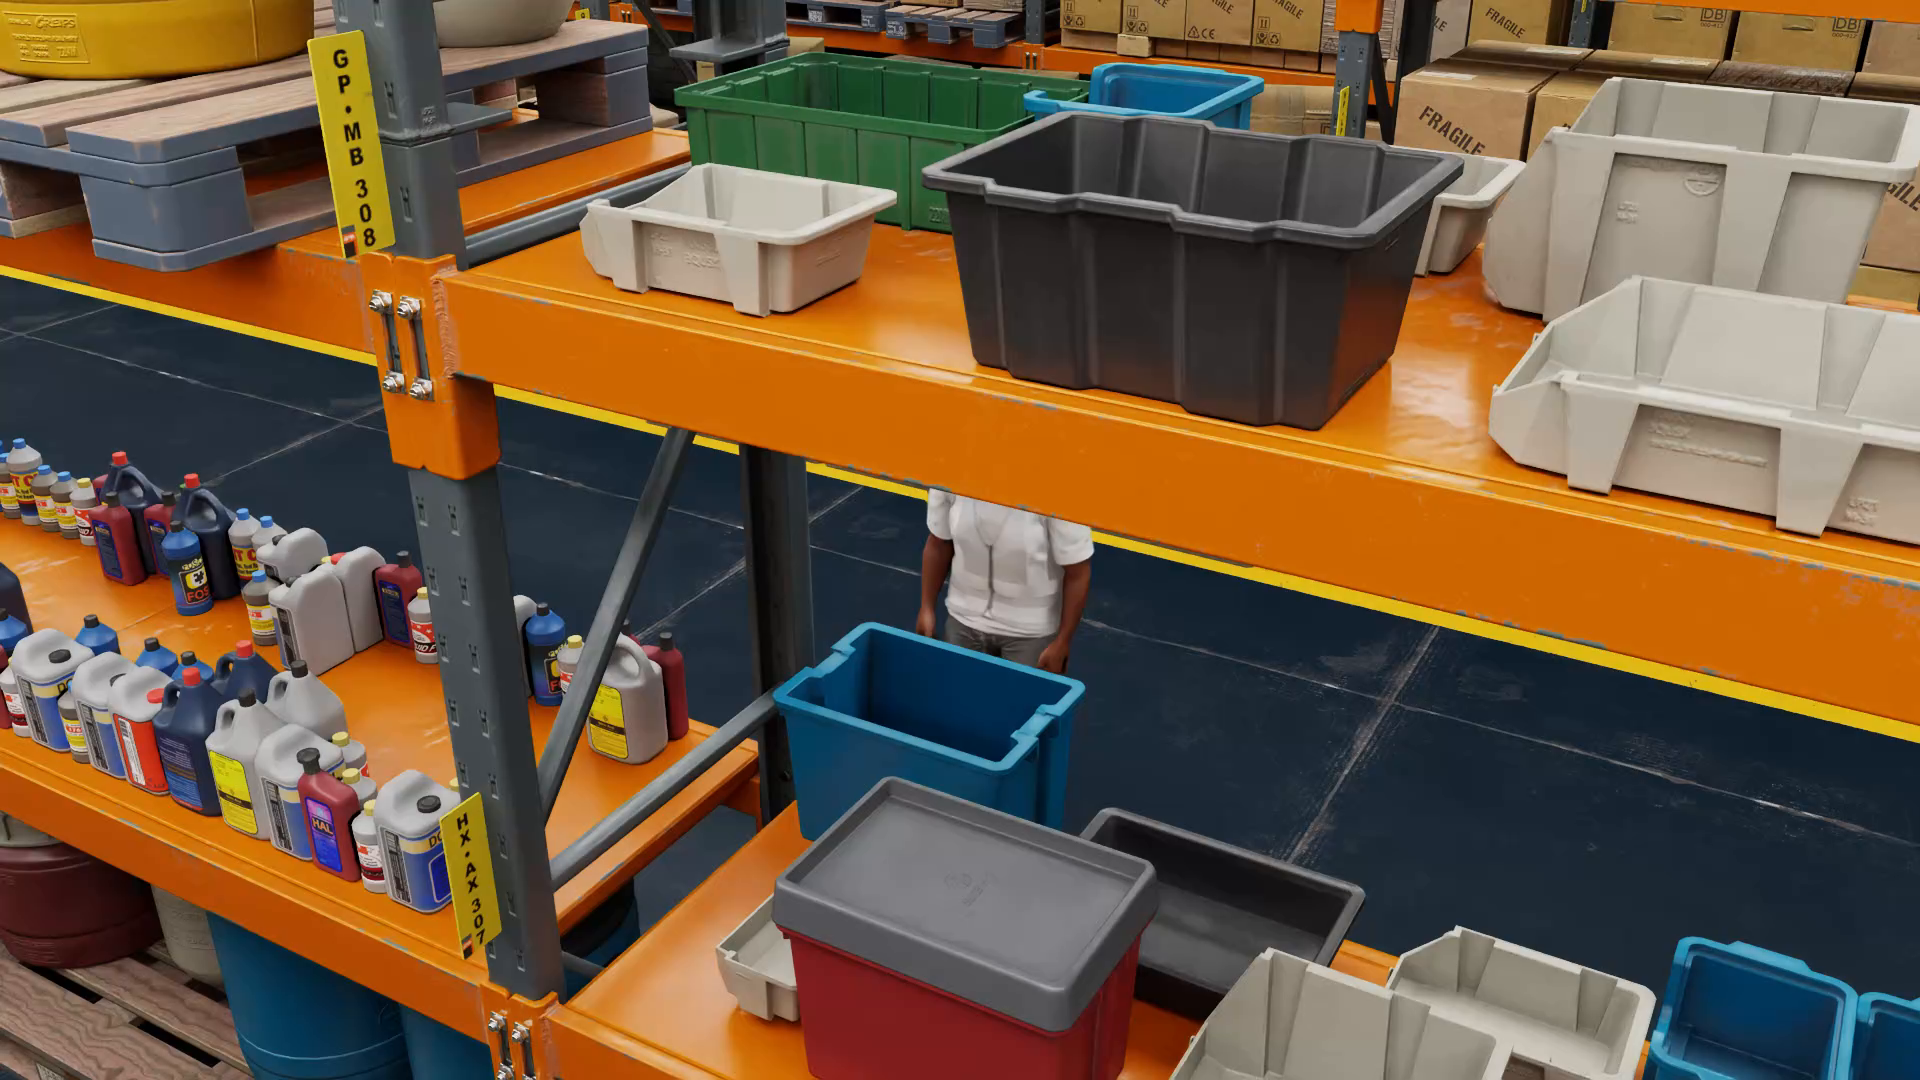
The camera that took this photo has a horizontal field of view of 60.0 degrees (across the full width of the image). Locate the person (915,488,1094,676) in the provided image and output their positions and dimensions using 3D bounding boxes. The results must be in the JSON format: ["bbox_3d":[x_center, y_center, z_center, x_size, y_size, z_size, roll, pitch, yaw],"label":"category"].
[{"bbox_3d":[0.140,0.277,5.532,0.594,1.764,0.435,13,29,25],"label":"person"}]
